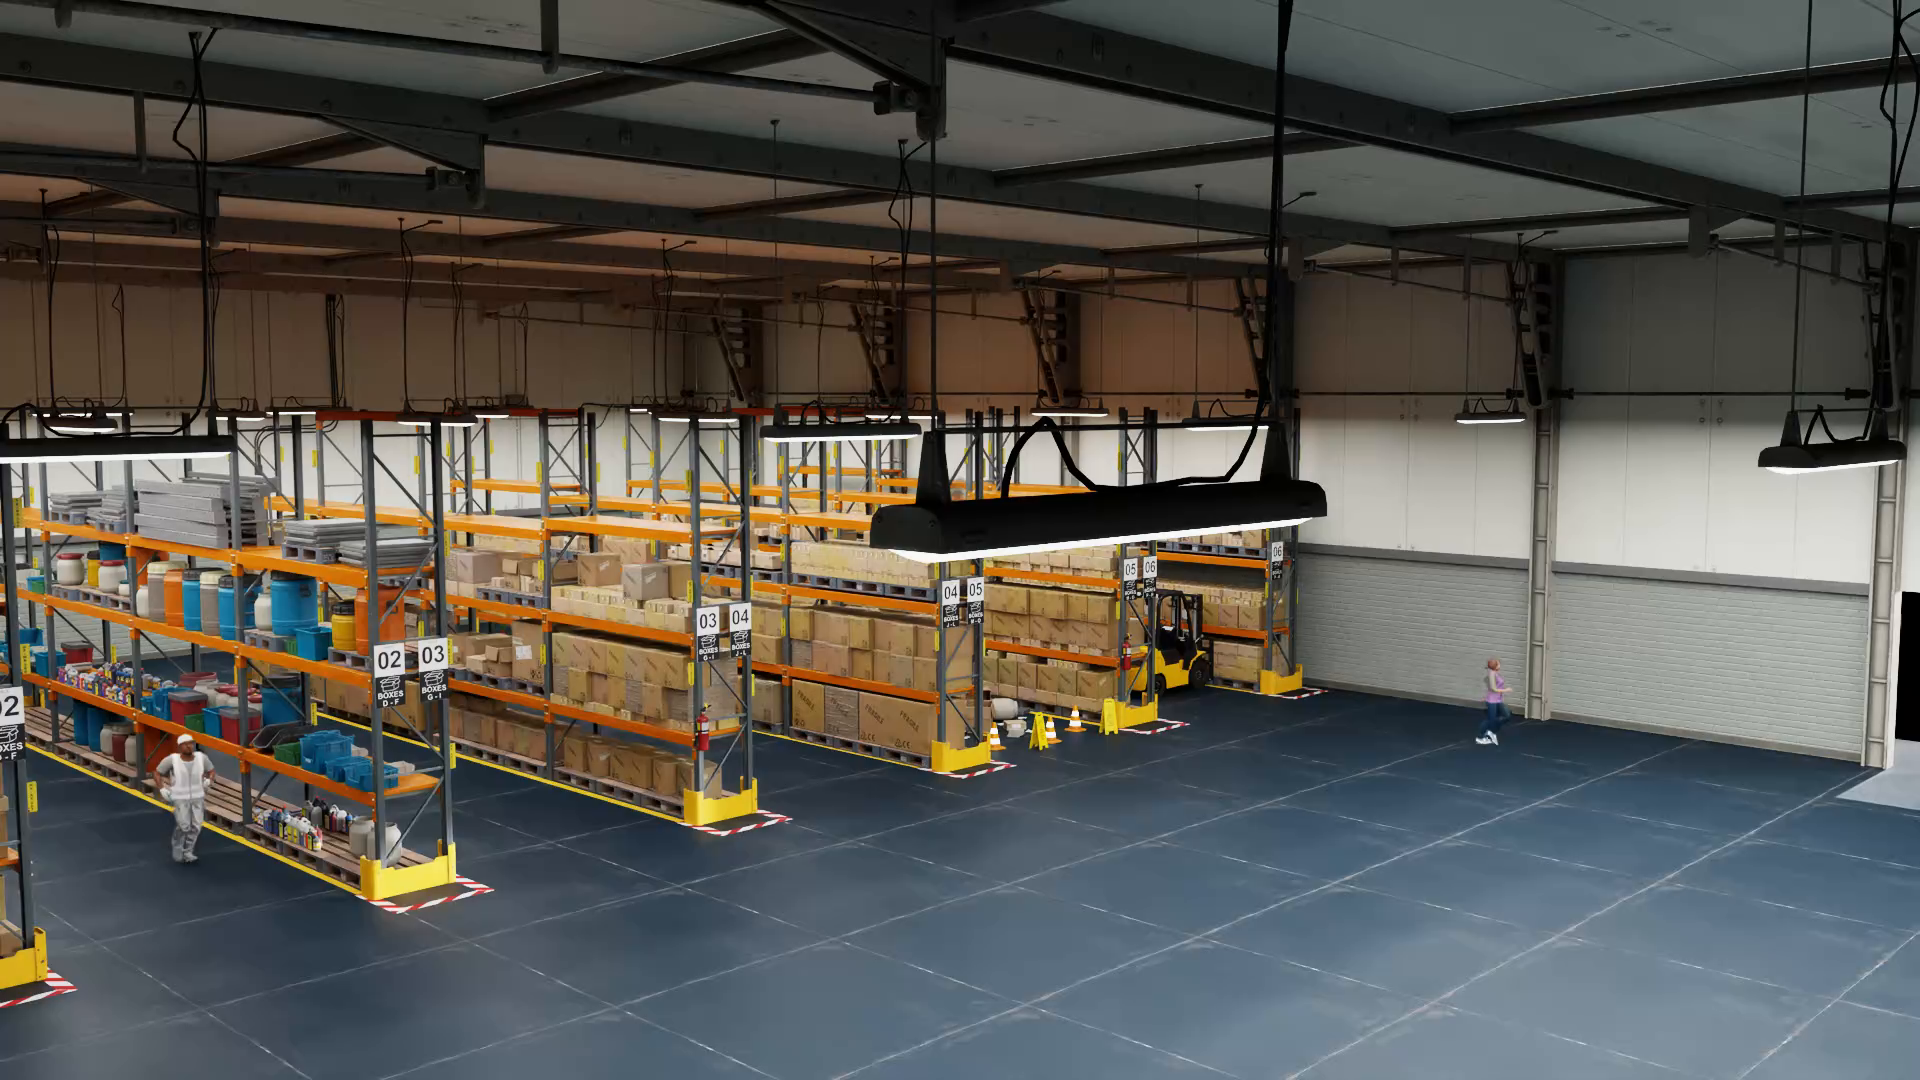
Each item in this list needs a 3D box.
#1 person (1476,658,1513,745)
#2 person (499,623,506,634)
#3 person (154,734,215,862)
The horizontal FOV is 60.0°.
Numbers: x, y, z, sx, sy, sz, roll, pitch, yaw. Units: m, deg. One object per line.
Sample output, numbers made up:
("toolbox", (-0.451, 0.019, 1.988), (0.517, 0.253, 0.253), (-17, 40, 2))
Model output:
("person", (9.579, 2.895, 29.763), (0.644, 1.578, 0.510), (3, 6, 32))
("person", (-11.130, 1.782, 41.494), (0.660, 1.780, 1.130), (5, 7, 43))
("person", (-10.338, 3.468, 22.297), (0.739, 1.744, 0.548), (-5, 7, -42))
